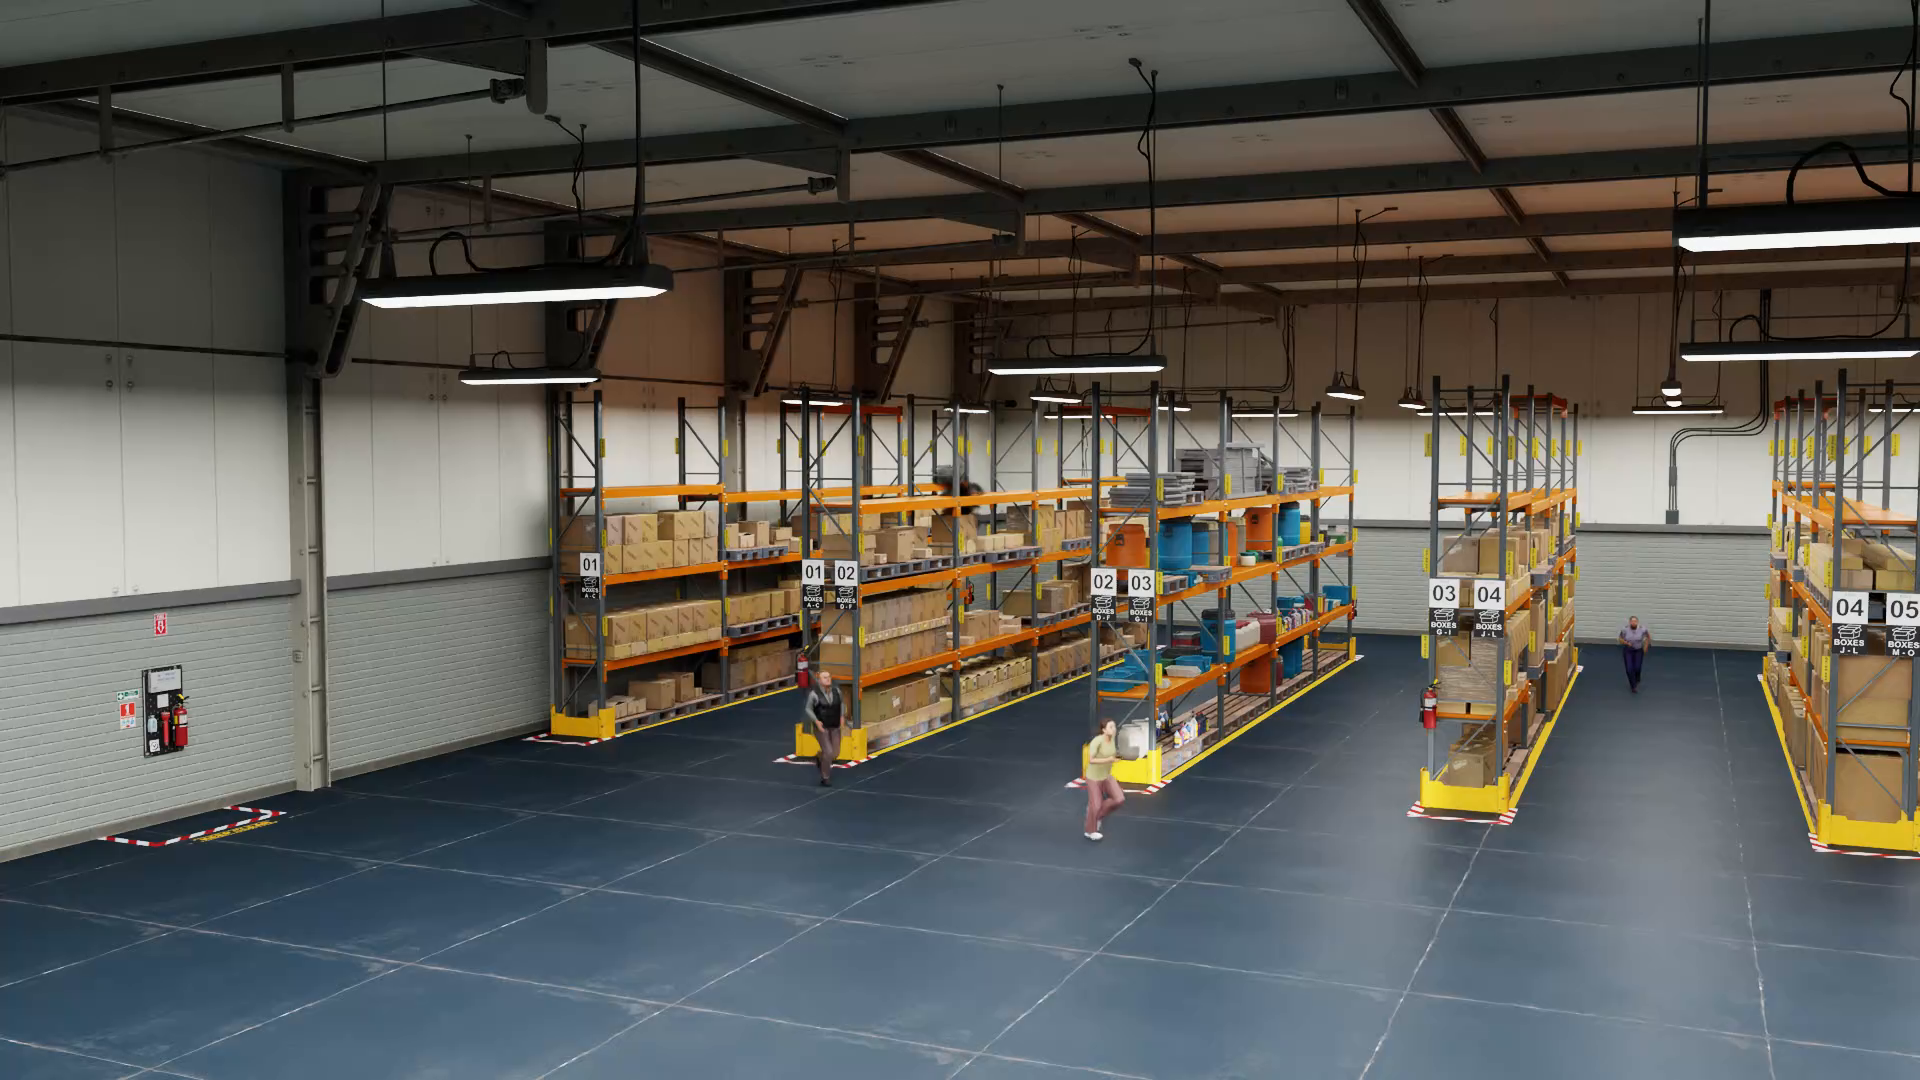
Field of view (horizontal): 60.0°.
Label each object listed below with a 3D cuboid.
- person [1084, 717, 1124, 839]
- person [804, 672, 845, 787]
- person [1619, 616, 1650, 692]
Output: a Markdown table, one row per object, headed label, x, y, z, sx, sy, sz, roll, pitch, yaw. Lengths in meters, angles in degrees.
| label | x | y | z | sx | sy | sz | roll | pitch | yaw |
| --- | --- | --- | --- | --- | --- | --- | --- | --- | --- |
| person | 1.821 | 3.026 | 21.080 | 0.570 | 1.596 | 0.720 | -2 | 4 | -36 |
| person | -2.019 | 2.799 | 24.820 | 0.668 | 1.709 | 0.651 | -2 | 4 | -29 |
| person | 13.813 | 2.340 | 34.079 | 0.584 | 1.585 | 0.650 | 2 | 4 | 26 |
